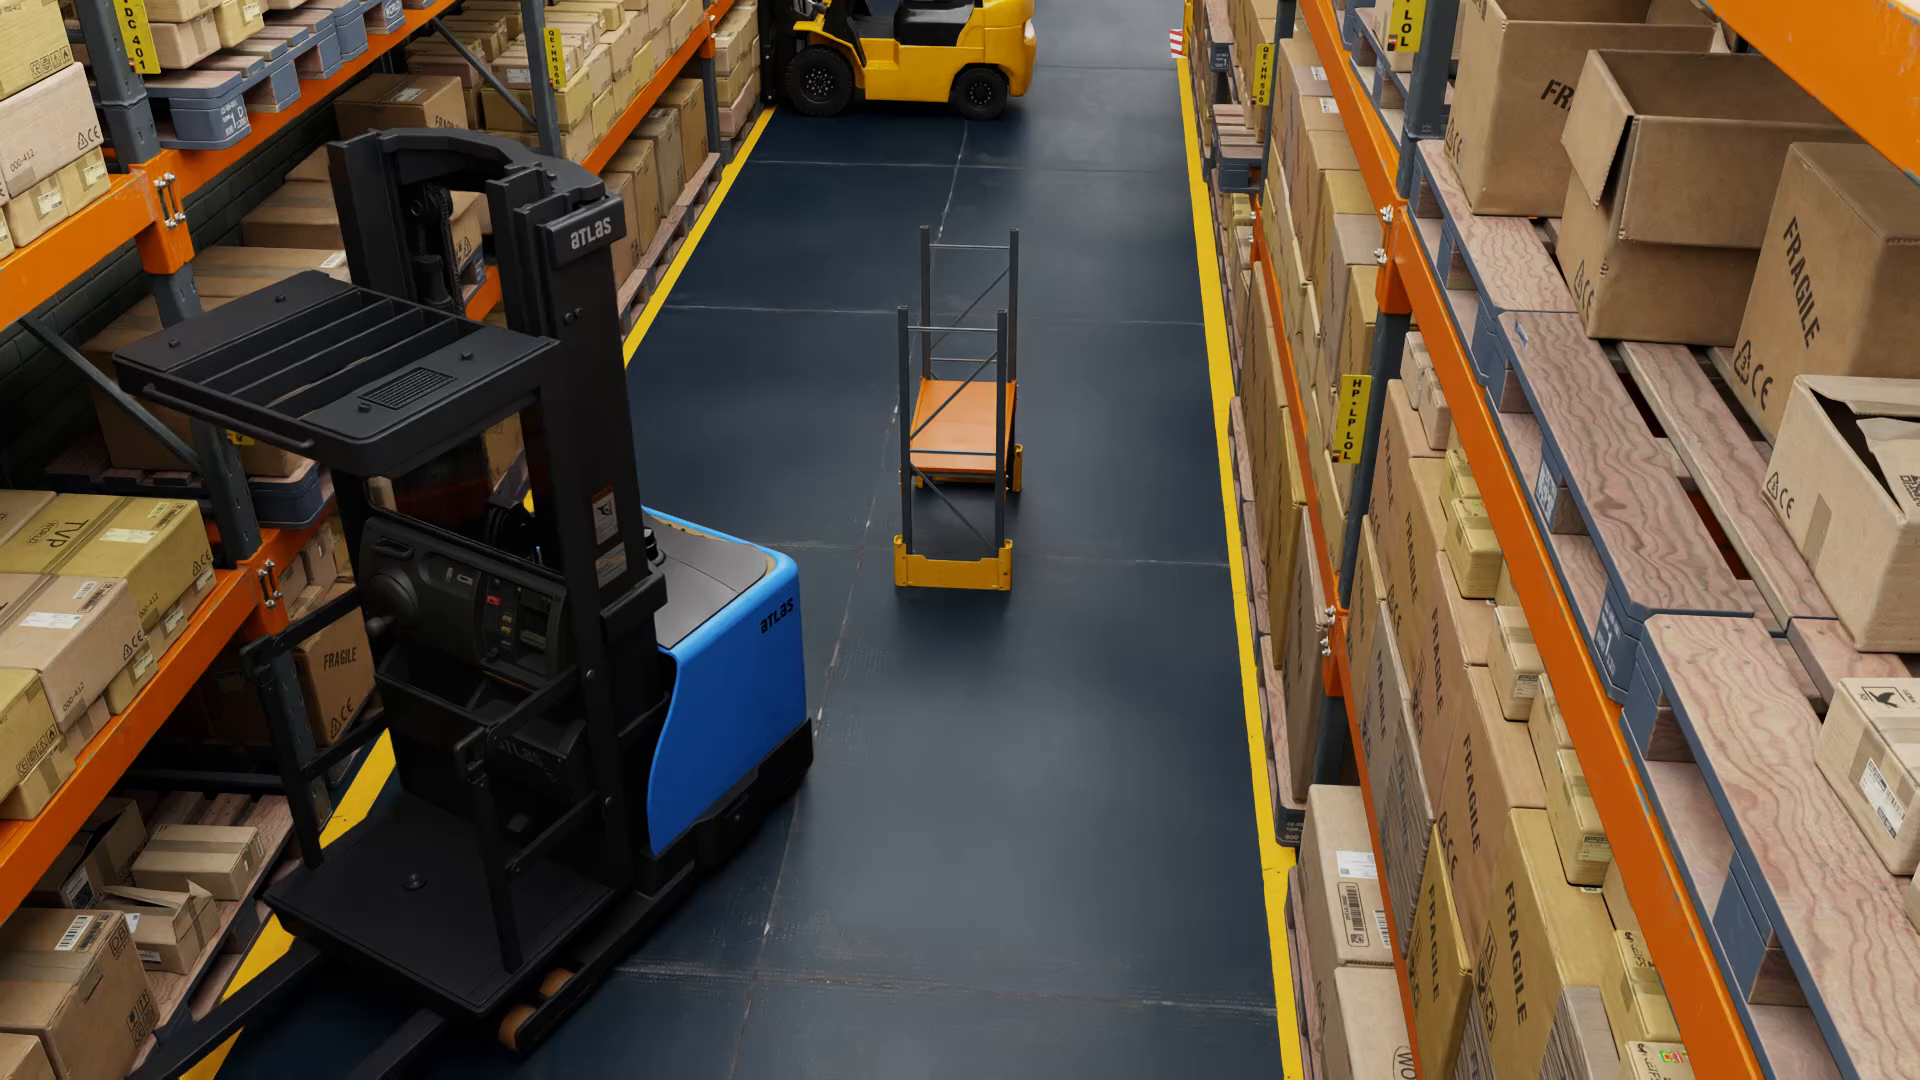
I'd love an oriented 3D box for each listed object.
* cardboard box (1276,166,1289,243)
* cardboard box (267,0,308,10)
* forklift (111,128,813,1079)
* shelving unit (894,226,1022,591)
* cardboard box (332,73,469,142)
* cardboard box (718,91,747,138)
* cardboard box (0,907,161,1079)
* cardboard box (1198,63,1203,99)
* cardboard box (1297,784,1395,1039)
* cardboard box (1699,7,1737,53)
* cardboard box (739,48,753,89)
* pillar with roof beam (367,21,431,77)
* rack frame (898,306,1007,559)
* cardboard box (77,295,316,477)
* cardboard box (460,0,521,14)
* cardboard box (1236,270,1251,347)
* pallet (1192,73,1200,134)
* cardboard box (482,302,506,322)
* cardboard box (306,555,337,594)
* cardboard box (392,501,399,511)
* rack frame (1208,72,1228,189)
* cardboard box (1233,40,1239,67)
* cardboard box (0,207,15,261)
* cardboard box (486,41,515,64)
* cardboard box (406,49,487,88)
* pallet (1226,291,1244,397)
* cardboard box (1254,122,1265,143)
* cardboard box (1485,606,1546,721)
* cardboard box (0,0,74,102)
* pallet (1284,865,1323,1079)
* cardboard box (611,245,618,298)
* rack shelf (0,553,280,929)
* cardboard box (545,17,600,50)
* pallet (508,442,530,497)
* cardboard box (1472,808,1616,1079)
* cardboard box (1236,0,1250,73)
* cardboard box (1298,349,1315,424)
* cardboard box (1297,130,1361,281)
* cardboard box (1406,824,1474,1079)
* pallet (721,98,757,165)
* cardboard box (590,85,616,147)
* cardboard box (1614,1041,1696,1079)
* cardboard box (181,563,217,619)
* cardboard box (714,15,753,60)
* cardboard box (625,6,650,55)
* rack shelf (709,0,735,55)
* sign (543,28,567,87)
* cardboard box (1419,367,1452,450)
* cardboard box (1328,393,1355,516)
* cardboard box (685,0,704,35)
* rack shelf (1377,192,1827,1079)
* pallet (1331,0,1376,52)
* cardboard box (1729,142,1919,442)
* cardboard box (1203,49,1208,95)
[{"bbox_3d":[1.837,-1.636,8.212,0.500,0.250,0.500,3,32,5],"label":"cardboard box"},{"bbox_3d":[-2.601,-2.060,6.119,0.380,0.149,0.250,3,32,5],"label":"cardboard box"},{"bbox_3d":[-1.815,0.269,5.519,1.130,2.935,3.031,17,36,26],"label":"forklift"},{"bbox_3d":[0.006,-0.678,8.421,0.587,1.500,1.083,2,32,4],"label":"shelving unit"},{"bbox_3d":[-2.978,-2.181,8.934,0.500,0.500,0.500,4,32,6],"label":"cardboard box"},{"bbox_3d":[-2.085,-3.561,13.889,0.500,0.250,0.500,3,32,4],"label":"cardboard box"},{"bbox_3d":[-3.094,1.543,5.370,0.700,0.500,0.500,1,32,2],"label":"cardboard box"},{"bbox_3d":[2.353,-3.977,14.565,0.500,0.250,0.500,3,32,5],"label":"cardboard box"},{"bbox_3d":[1.684,1.315,5.798,0.875,0.438,0.875,2,32,3],"label":"cardboard box"},{"bbox_3d":[2.231,-1.566,5.300,0.396,0.266,0.258,2,32,4],"label":"cardboard box"},{"bbox_3d":[-2.068,-4.038,14.187,0.500,0.250,0.500,2,32,4],"label":"cardboard box"},{"bbox_3d":[0.718,-5.312,8.793,9.100,9.000,0.400,2,32,4],"label":"pillar with roof beam"},{"bbox_3d":[-0.034,-0.417,7.998,0.500,1.500,0.032,2,32,4],"label":"rack frame"},{"bbox_3d":[-2.843,-0.595,6.361,0.700,0.500,0.500,3,32,5],"label":"cardboard box"},{"bbox_3d":[-2.977,-3.393,10.682,0.380,0.149,0.250,2,32,3],"label":"cardboard box"},{"bbox_3d":[2.223,-1.367,10.214,0.950,0.372,0.625,0,32,1],"label":"cardboard box"},{"bbox_3d":[2.609,-3.909,14.891,1.003,0.211,1.213,2,32,4],"label":"pallet"},{"bbox_3d":[-2.559,-1.200,9.202,0.380,0.149,0.250,1,32,1],"label":"cardboard box"},{"bbox_3d":[-2.866,0.155,7.004,0.380,0.149,0.250,2,32,3],"label":"cardboard box"},{"bbox_3d":[-2.764,-0.028,7.919,0.500,0.500,0.500,2,32,3],"label":"cardboard box"},{"bbox_3d":[2.493,-4.104,12.550,1.000,3.000,0.127,2,32,4],"label":"rack frame"},{"bbox_3d":[1.999,-3.220,10.954,0.380,0.149,0.250,4,32,6],"label":"cardboard box"},{"bbox_3d":[-2.894,-0.832,4.621,0.380,0.149,0.250,3,32,6],"label":"cardboard box"},{"bbox_3d":[-2.981,-2.885,10.239,0.500,0.250,0.500,3,32,4],"label":"cardboard box"},{"bbox_3d":[-2.955,-2.719,9.590,0.380,0.149,0.250,3,32,6],"label":"cardboard box"},{"bbox_3d":[2.232,-1.233,10.550,1.003,0.211,1.213,2,32,4],"label":"pallet"},{"bbox_3d":[1.909,-2.409,9.638,0.380,0.149,0.250,3,32,5],"label":"cardboard box"},{"bbox_3d":[1.415,0.285,3.762,0.380,0.149,0.250,3,32,4],"label":"cardboard box"},{"bbox_3d":[-2.907,-1.409,4.701,0.500,0.250,0.500,3,32,4],"label":"cardboard box"},{"bbox_3d":[1.702,1.661,5.853,1.003,0.211,1.213,2,32,4],"label":"pallet"},{"bbox_3d":[-2.716,-1.715,10.538,0.875,0.625,0.625,3,32,6],"label":"cardboard box"},{"bbox_3d":[-3.269,1.222,4.594,1.077,0.370,4.000,2,32,4],"label":"rack shelf"},{"bbox_3d":[-2.436,-3.107,10.219,0.380,0.149,0.250,3,32,5],"label":"cardboard box"},{"bbox_3d":[-2.879,-0.646,9.597,1.003,0.211,1.213,2,32,4],"label":"pallet"},{"bbox_3d":[1.375,0.908,3.370,0.500,0.500,0.500,2,32,4],"label":"cardboard box"},{"bbox_3d":[1.998,-3.144,10.214,0.500,0.500,0.500,0,32,1],"label":"cardboard box"},{"bbox_3d":[1.730,-0.631,7.058,0.500,0.250,0.500,2,32,3],"label":"cardboard box"},{"bbox_3d":[1.751,-1.439,7.178,0.500,0.500,0.500,3,32,5],"label":"cardboard box"},{"bbox_3d":[1.409,1.063,4.070,0.500,0.500,0.500,3,32,5],"label":"cardboard box"},{"bbox_3d":[-2.348,-3.541,14.294,1.003,0.211,1.213,2,32,4],"label":"pallet"},{"bbox_3d":[-2.455,-2.643,10.322,0.500,0.250,0.500,2,32,3],"label":"cardboard box"},{"bbox_3d":[1.280,0.958,2.669,0.380,0.149,0.250,2,32,4],"label":"cardboard box"},{"bbox_3d":[-2.880,0.154,5.880,0.380,0.149,0.250,3,32,5],"label":"cardboard box"},{"bbox_3d":[-2.051,-4.254,14.061,0.500,0.250,0.500,3,32,4],"label":"cardboard box"},{"bbox_3d":[-2.382,-3.395,11.067,0.500,0.250,0.500,3,32,5],"label":"cardboard box"},{"bbox_3d":[-2.292,-5.053,14.776,1.077,0.370,4.000,2,32,4],"label":"rack shelf"},{"bbox_3d":[-2.239,-2.663,9.184,0.100,0.325,0.005,2,32,4],"label":"sign"},{"bbox_3d":[1.553,-0.376,4.834,0.380,0.149,0.250,3,32,5],"label":"cardboard box"},{"bbox_3d":[1.635,-0.310,6.061,0.500,0.250,0.500,2,32,4],"label":"cardboard box"},{"bbox_3d":[-2.235,-3.975,12.484,0.500,0.250,0.500,3,32,5],"label":"cardboard box"},{"bbox_3d":[1.679,0.155,3.466,1.077,0.370,4.000,2,32,4],"label":"rack shelf"},{"bbox_3d":[2.080,-2.285,6.919,1.003,0.211,1.213,4,32,6],"label":"pallet"},{"bbox_3d":[1.830,-0.417,3.118,0.500,0.500,0.500,3,32,5],"label":"cardboard box"},{"bbox_3d":[2.313,-4.018,13.916,0.500,0.500,0.500,3,32,5],"label":"cardboard box"}]
